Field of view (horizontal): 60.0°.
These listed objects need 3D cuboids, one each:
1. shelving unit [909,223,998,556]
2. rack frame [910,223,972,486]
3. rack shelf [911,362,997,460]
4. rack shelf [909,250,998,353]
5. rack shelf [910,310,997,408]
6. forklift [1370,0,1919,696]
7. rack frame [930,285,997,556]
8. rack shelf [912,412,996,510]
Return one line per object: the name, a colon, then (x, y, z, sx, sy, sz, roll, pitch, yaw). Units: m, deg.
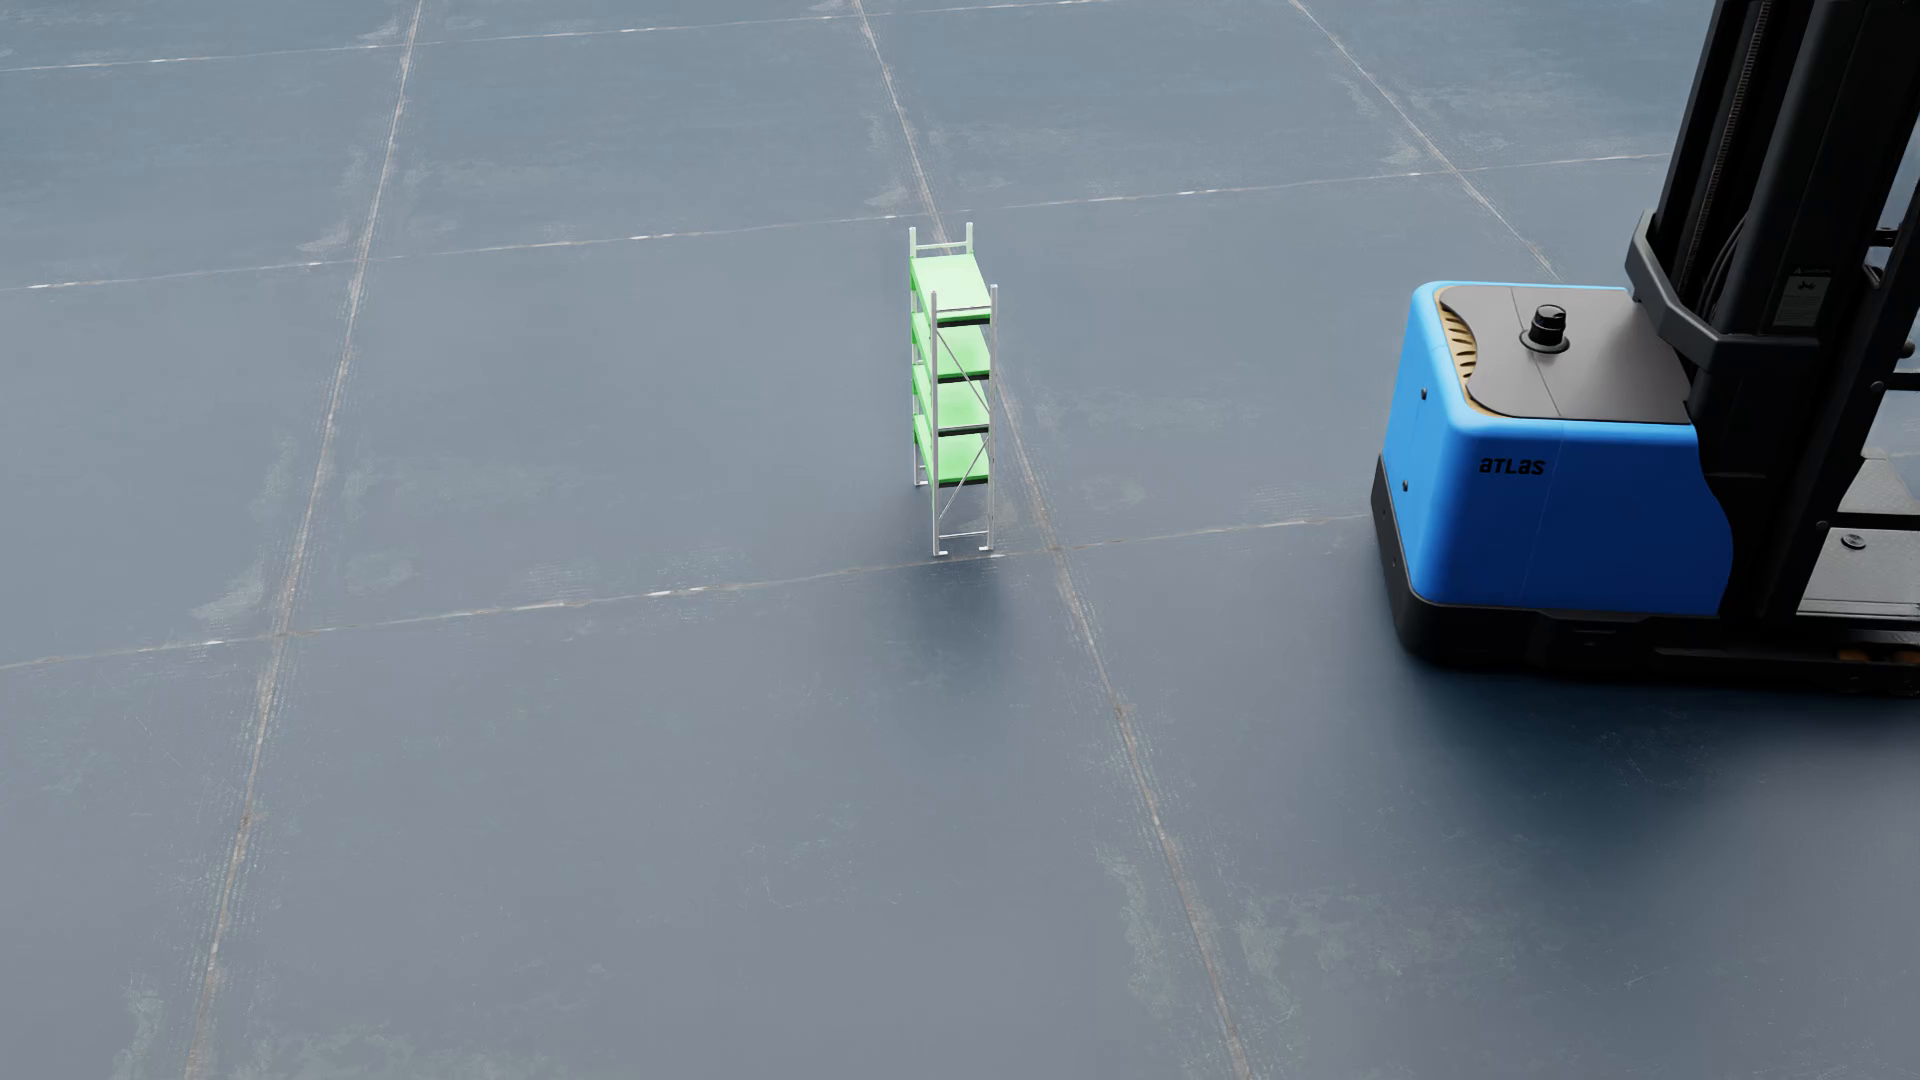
shelving unit: (-0.029, -0.574, 6.511, 0.258, 1.200, 0.503, -6, 38, -8)
rack frame: (-0.072, -0.721, 6.700, 0.240, 1.200, 0.015, -6, 38, -8)
rack shelf: (-0.029, -0.523, 6.550, 0.258, 0.148, 0.480, -6, 38, -8)
rack shelf: (-0.029, -0.902, 6.255, 0.258, 0.148, 0.480, -6, 38, -8)
rack shelf: (-0.029, -0.713, 6.403, 0.258, 0.148, 0.480, -6, 38, -8)
forklift: (3.168, -0.934, 5.563, 3.031, 2.935, 1.130, 3, 38, 3)
rack frame: (0.014, -0.426, 6.321, 0.240, 1.200, 0.015, -6, 38, -8)
rack shelf: (-0.029, -0.334, 6.697, 0.258, 0.148, 0.480, -6, 38, -8)
